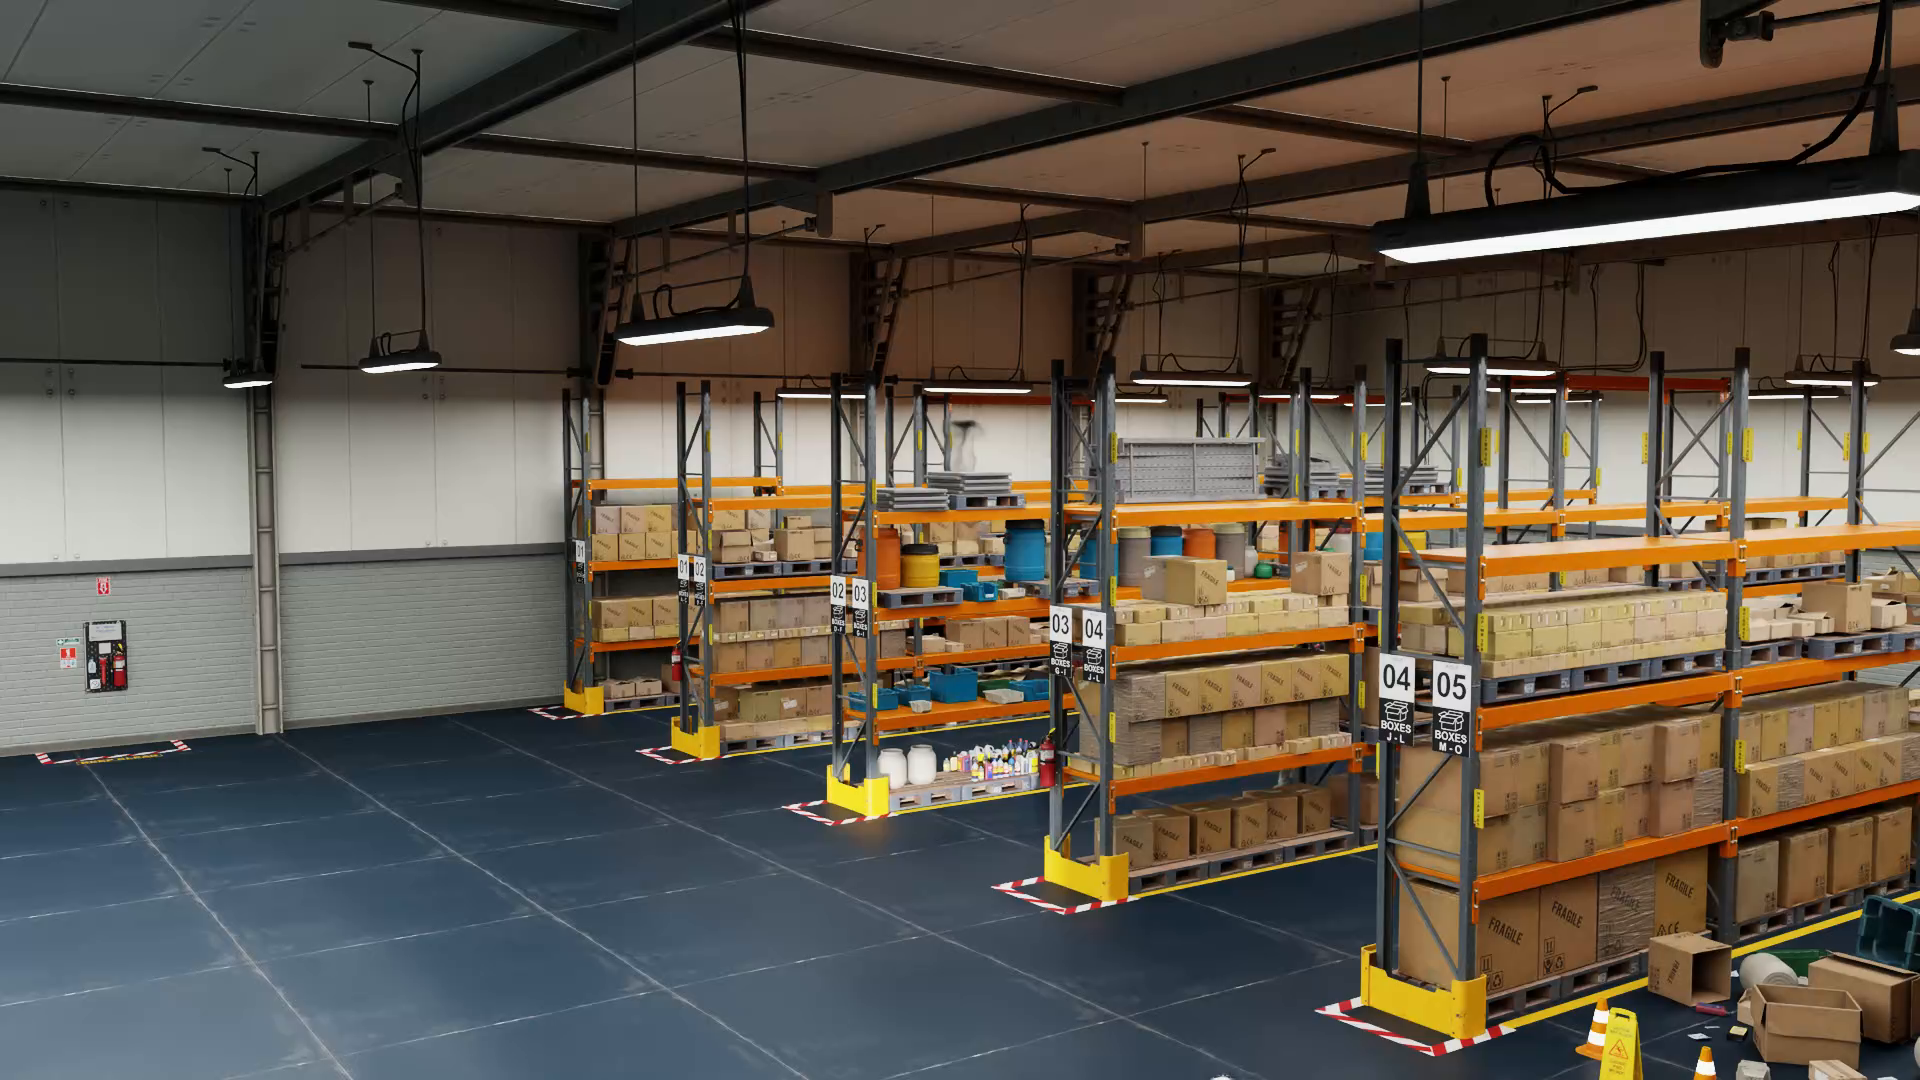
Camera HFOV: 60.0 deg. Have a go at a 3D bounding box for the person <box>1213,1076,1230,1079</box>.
[{"bbox_3d":[1.566,3.749,9.362,0.729,1.726,1.035,1,4,22],"label":"person"}]

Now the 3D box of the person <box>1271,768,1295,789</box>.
[{"bbox_3d":[4.767,2.752,24.149,0.791,1.733,0.714,-3,5,-43],"label":"person"}]
